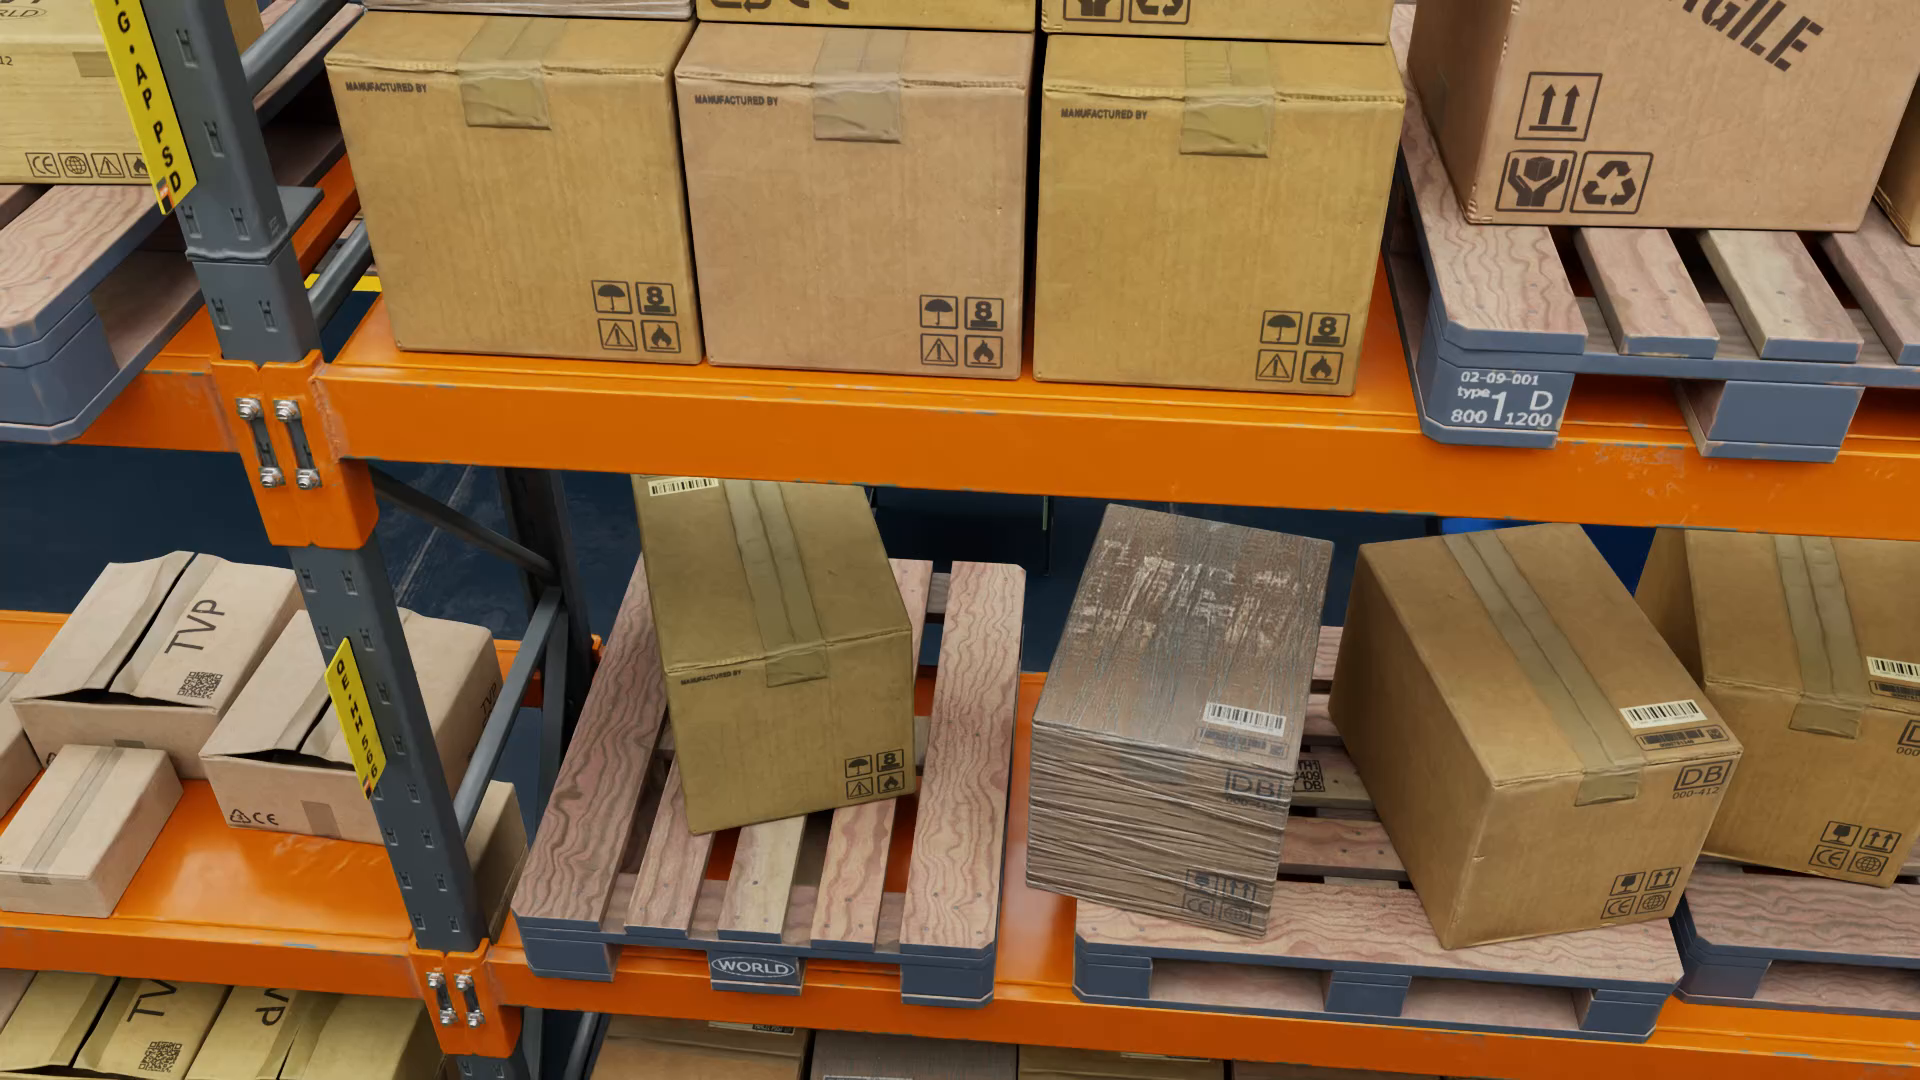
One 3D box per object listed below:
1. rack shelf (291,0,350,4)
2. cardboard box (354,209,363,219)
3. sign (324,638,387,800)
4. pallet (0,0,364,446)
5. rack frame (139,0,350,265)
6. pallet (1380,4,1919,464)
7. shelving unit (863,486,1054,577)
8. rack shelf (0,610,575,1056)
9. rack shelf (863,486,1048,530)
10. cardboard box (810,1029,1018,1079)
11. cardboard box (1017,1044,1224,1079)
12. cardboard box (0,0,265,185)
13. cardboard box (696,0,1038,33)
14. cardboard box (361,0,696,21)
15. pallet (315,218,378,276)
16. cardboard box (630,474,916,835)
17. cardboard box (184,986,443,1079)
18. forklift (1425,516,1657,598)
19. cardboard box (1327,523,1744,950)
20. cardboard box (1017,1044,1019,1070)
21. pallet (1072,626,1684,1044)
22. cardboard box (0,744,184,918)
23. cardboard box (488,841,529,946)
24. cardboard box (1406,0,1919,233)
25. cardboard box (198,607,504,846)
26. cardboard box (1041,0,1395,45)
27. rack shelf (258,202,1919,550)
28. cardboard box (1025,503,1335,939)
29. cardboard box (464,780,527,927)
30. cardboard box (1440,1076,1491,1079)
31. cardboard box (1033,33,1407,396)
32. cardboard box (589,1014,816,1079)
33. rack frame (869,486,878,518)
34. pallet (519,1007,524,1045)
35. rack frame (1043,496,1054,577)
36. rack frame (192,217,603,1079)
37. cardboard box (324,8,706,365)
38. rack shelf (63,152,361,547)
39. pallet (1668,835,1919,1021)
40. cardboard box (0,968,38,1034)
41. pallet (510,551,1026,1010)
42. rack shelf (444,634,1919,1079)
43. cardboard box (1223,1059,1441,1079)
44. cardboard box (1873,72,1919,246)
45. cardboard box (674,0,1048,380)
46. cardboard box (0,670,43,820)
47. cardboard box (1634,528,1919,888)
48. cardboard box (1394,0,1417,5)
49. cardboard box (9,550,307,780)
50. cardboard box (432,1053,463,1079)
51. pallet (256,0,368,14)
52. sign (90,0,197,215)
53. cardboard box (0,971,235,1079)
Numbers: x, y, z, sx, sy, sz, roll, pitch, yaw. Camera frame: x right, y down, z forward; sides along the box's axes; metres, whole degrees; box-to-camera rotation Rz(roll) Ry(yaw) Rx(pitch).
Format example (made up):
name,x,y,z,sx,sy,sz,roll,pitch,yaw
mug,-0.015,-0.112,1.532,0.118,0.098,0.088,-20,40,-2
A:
name,x,y,z,sx,sy,sz,roll,pitch,yaw
rack shelf,-2.630,-2.514,8.033,4.000,0.370,1.077,3,39,4
cardboard box,-2.864,-2.024,8.492,0.500,0.500,0.700,4,39,4
sign,-1.106,0.332,3.049,0.005,0.325,0.100,3,39,4
pallet,-1.745,-0.639,2.933,1.003,0.211,1.213,5,39,6
rack frame,-1.061,-1.895,1.950,0.127,3.000,1.000,3,39,4
pallet,1.246,-0.575,2.853,1.003,0.211,1.213,3,39,4
shelving unit,-0.007,-0.582,6.277,0.755,1.500,0.431,3,39,4
rack shelf,-3.054,0.601,4.205,4.000,0.370,1.077,3,39,4
rack shelf,-0.007,-0.329,6.483,0.720,0.370,0.431,3,39,4
cardboard box,-0.111,1.460,4.212,0.500,0.500,0.500,2,39,2
cardboard box,0.389,1.490,4.175,0.500,0.500,0.500,3,39,3
cardboard box,-1.518,-0.826,2.799,0.500,0.250,0.500,0,39,1
cardboard box,-0.119,-1.103,2.482,0.500,0.500,0.500,3,39,4
cardboard box,-0.627,-1.131,2.516,0.500,0.500,0.500,3,39,4
pallet,-2.628,-1.714,8.689,1.213,0.211,1.003,3,39,4
cardboard box,-0.424,0.193,3.725,0.500,0.500,0.700,-9,40,-11
cardboard box,-1.605,1.244,4.247,0.500,0.311,0.500,4,39,5
forklift,3.297,-0.733,5.329,3.031,2.935,1.130,7,40,8
cardboard box,1.158,0.390,3.483,0.500,0.500,0.700,-6,40,-8
cardboard box,0.406,1.162,4.578,0.500,0.500,0.500,2,39,2
pallet,0.876,0.609,3.778,1.213,0.211,1.003,3,39,4
cardboard box,-1.981,0.654,3.770,0.250,0.149,0.380,3,39,4
cardboard box,-1.558,1.122,4.841,0.500,0.250,0.500,3,39,4
cardboard box,1.099,-0.899,2.611,0.600,0.600,0.600,2,39,2
cardboard box,-1.420,0.419,3.930,0.500,0.311,0.500,5,39,7
cardboard box,0.389,-1.075,2.447,0.500,0.500,0.500,3,39,4
rack shelf,0.931,-0.344,2.990,4.000,0.370,1.077,3,39,4
cardboard box,0.470,0.363,3.516,0.500,0.500,0.700,10,40,12
cardboard box,-1.558,0.904,4.664,0.500,0.311,0.500,4,39,5
cardboard box,1.416,1.542,4.111,0.500,0.500,0.500,4,39,4
cardboard box,0.402,-0.712,2.793,0.500,0.500,0.910,3,39,4
cardboard box,-0.633,1.435,4.243,0.500,0.500,0.500,5,39,6
rack frame,-0.371,-0.602,6.301,0.023,1.500,0.400,3,39,4
pallet,-1.878,1.444,4.809,1.213,0.211,1.003,3,39,4
rack frame,0.358,-0.562,6.252,0.023,1.500,0.400,3,39,4
rack frame,-1.061,0.431,3.844,0.127,3.000,1.000,3,39,4
cardboard box,-0.624,-0.768,2.862,0.500,0.500,0.910,3,39,4
rack shelf,-3.054,-0.562,3.258,4.000,0.370,1.077,3,39,4
pallet,2.137,0.612,3.775,1.213,0.211,1.003,3,39,4
cardboard box,-2.626,1.190,4.313,0.500,0.311,0.500,3,39,4
pallet,-0.380,0.499,3.913,1.003,0.211,1.213,3,39,4
rack shelf,0.931,0.819,3.937,4.000,0.370,1.077,3,39,4
cardboard box,0.909,1.515,4.144,0.500,0.500,0.500,2,39,2
cardboard box,1.760,-0.850,2.551,0.600,0.600,0.600,3,39,3
cardboard box,-0.116,-0.740,2.828,0.500,0.500,0.910,3,39,4
cardboard box,-2.337,0.495,3.965,0.250,0.149,0.380,6,40,7
cardboard box,1.780,0.284,3.614,0.500,0.500,0.700,9,40,11
cardboard box,1.857,-2.549,7.175,0.500,0.500,0.500,3,39,4
cardboard box,-1.936,0.295,4.081,0.500,0.311,0.500,3,39,3
cardboard box,-1.607,1.460,4.426,0.500,0.250,0.500,4,39,5
pallet,-2.614,-2.692,7.833,1.213,0.211,1.003,3,39,4
sign,-1.118,-0.615,2.280,0.005,0.325,0.100,3,39,4
cardboard box,-2.123,1.220,4.277,0.500,0.311,0.500,3,39,3
